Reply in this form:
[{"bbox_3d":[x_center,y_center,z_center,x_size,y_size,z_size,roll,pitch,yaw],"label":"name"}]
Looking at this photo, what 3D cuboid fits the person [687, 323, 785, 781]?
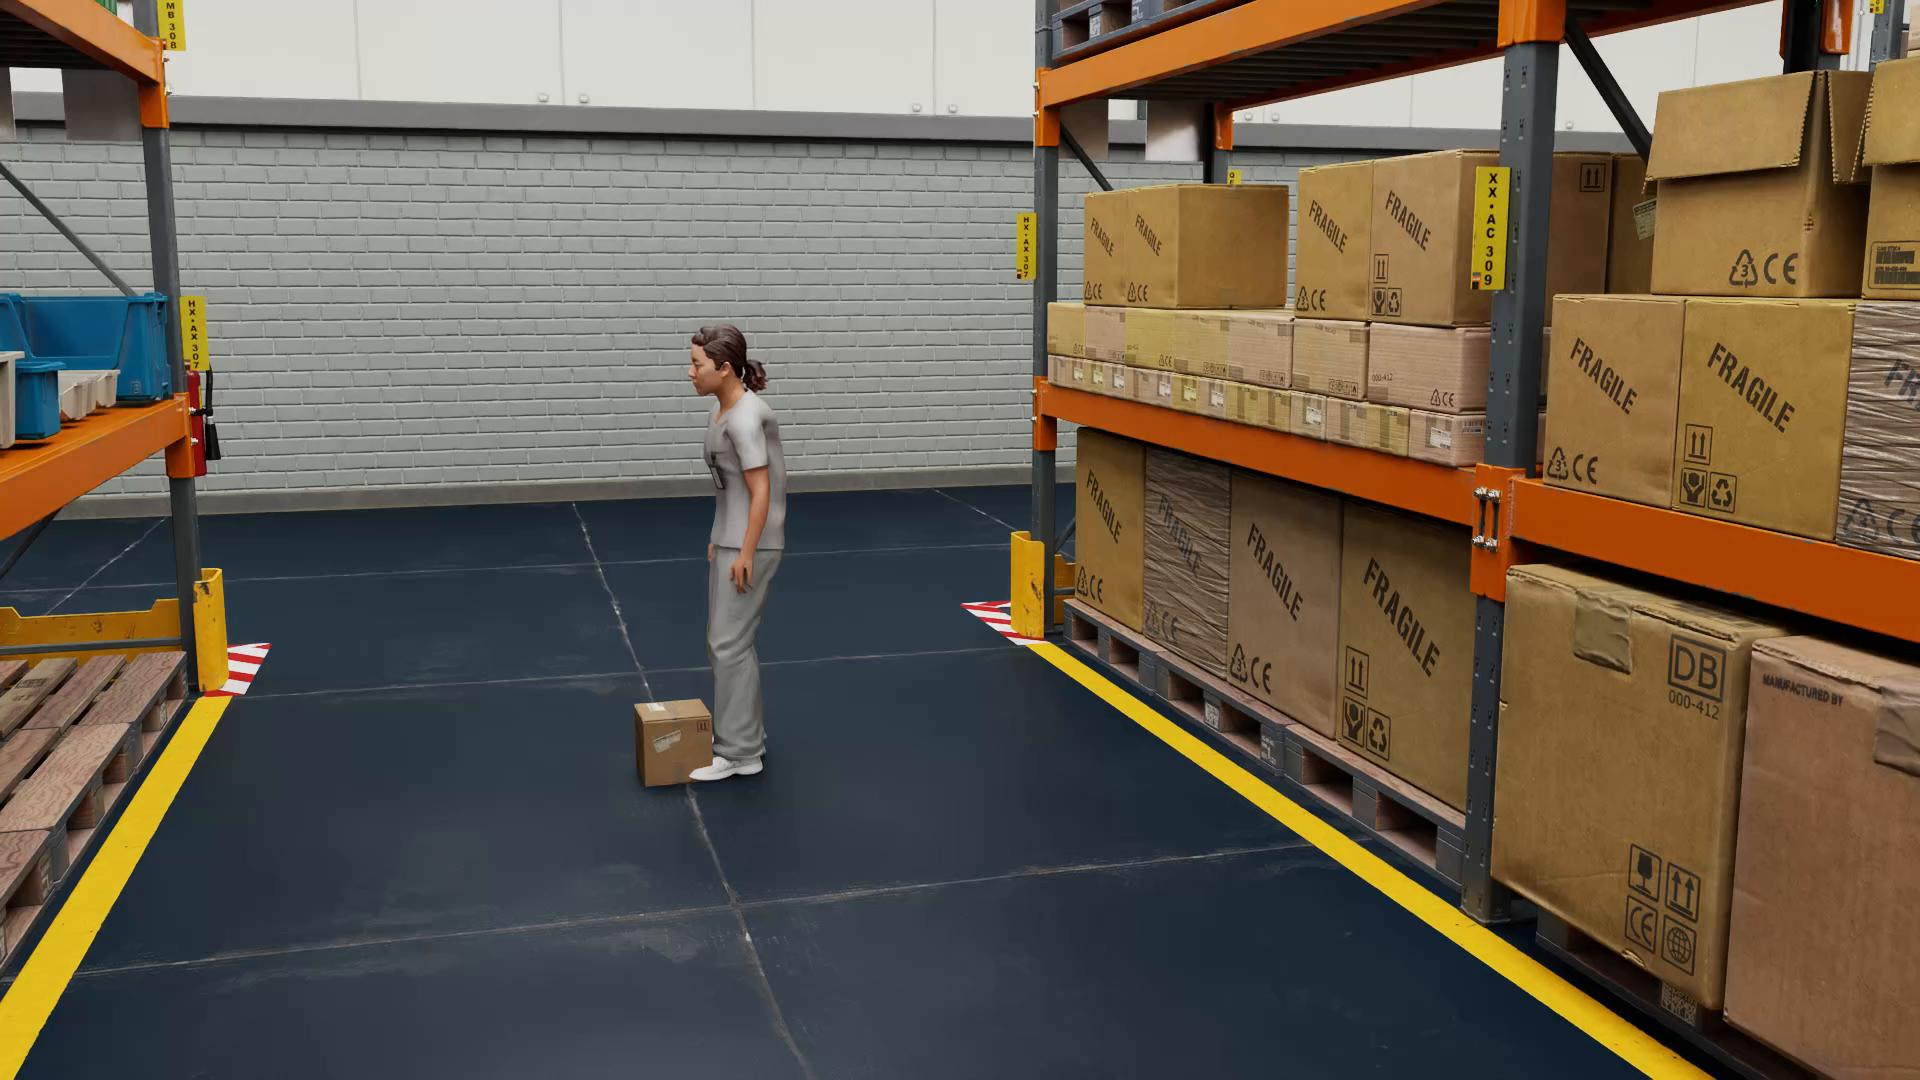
[{"bbox_3d":[-0.858,0.039,6.141,0.408,1.673,0.513,-3,10,-19],"label":"person"}]
